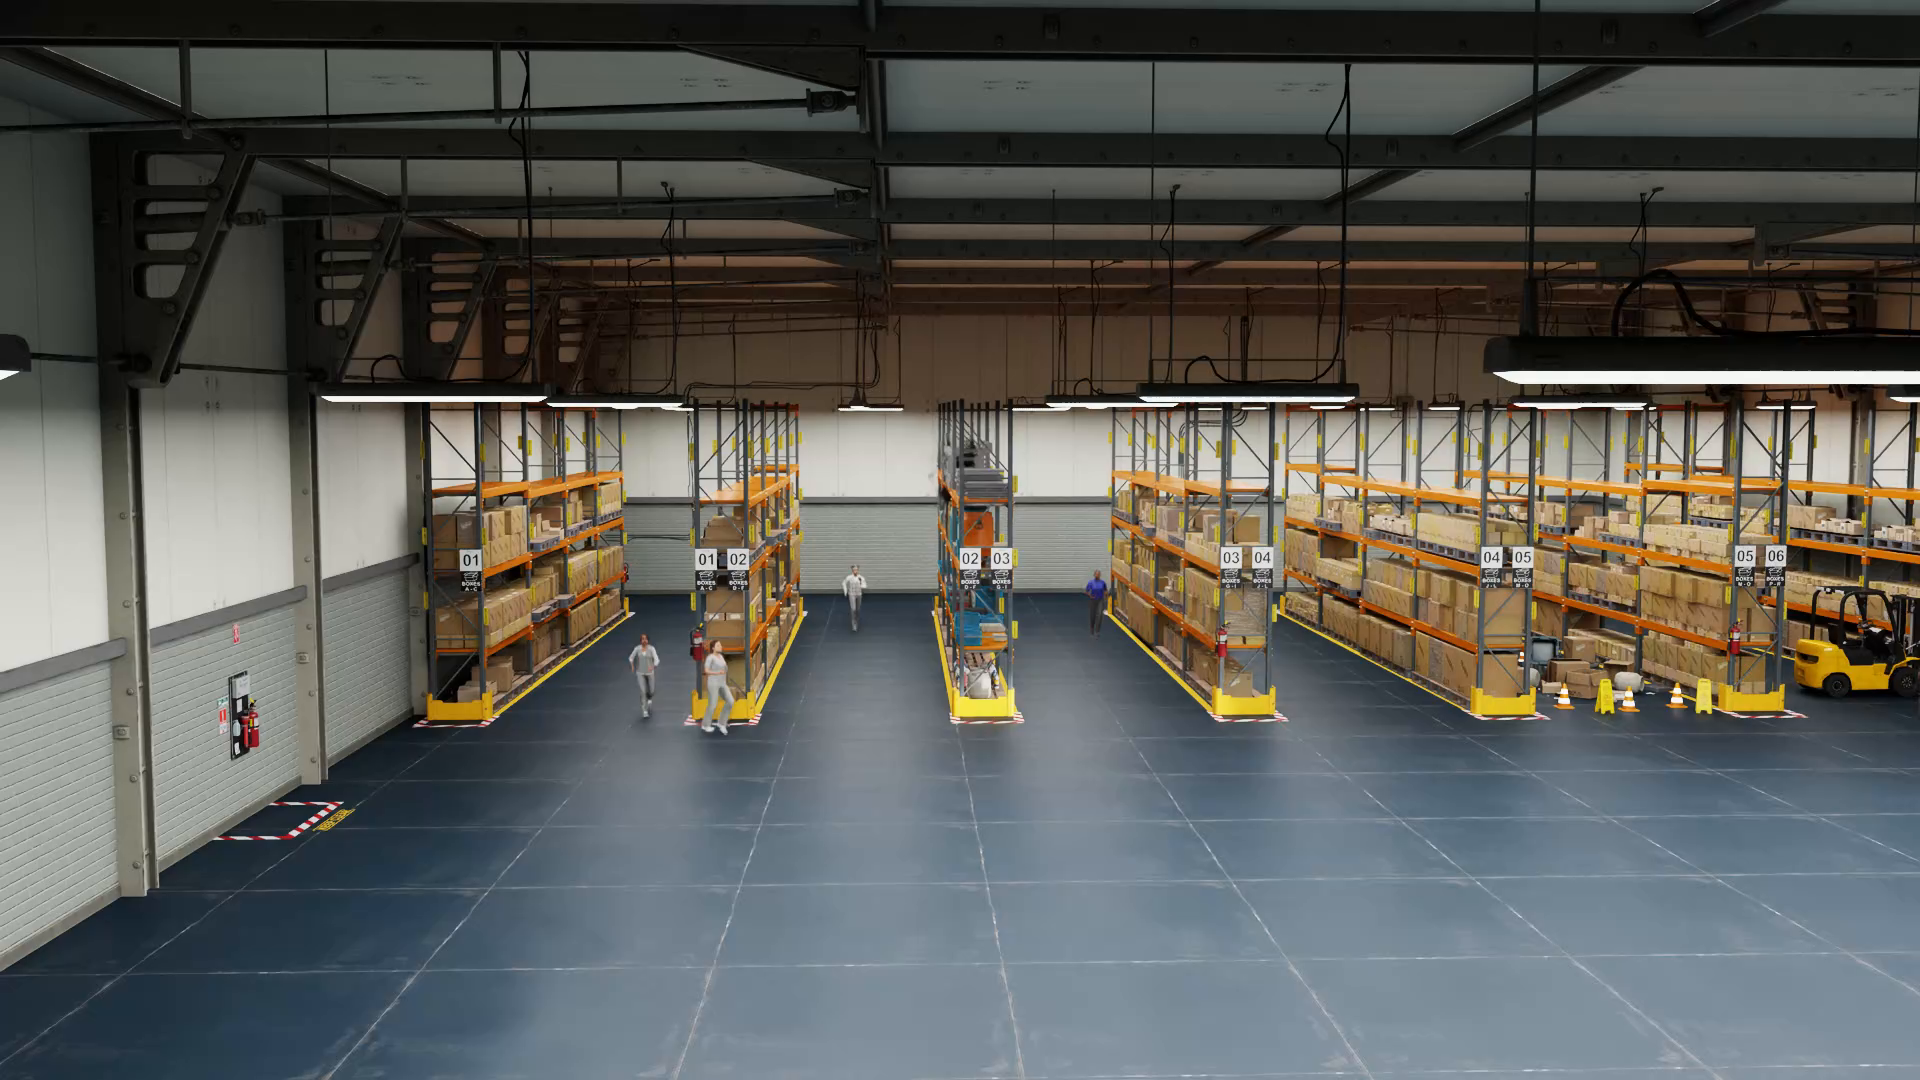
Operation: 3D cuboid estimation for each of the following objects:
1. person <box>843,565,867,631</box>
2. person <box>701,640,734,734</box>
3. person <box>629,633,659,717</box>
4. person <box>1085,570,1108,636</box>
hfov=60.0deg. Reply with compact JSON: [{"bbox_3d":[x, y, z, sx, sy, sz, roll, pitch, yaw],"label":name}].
[{"bbox_3d":[-2.782,1.516,44.161,0.589,1.739,0.814,-1,5,-17],"label":"person"},{"bbox_3d":[-4.348,2.629,29.779,0.624,1.695,0.572,3,5,36],"label":"person"},{"bbox_3d":[-5.994,2.555,31.548,0.566,1.547,0.707,-1,4,-11],"label":"person"},{"bbox_3d":[3.360,1.550,40.769,0.578,1.614,0.627,0,4,-5],"label":"person"}]
